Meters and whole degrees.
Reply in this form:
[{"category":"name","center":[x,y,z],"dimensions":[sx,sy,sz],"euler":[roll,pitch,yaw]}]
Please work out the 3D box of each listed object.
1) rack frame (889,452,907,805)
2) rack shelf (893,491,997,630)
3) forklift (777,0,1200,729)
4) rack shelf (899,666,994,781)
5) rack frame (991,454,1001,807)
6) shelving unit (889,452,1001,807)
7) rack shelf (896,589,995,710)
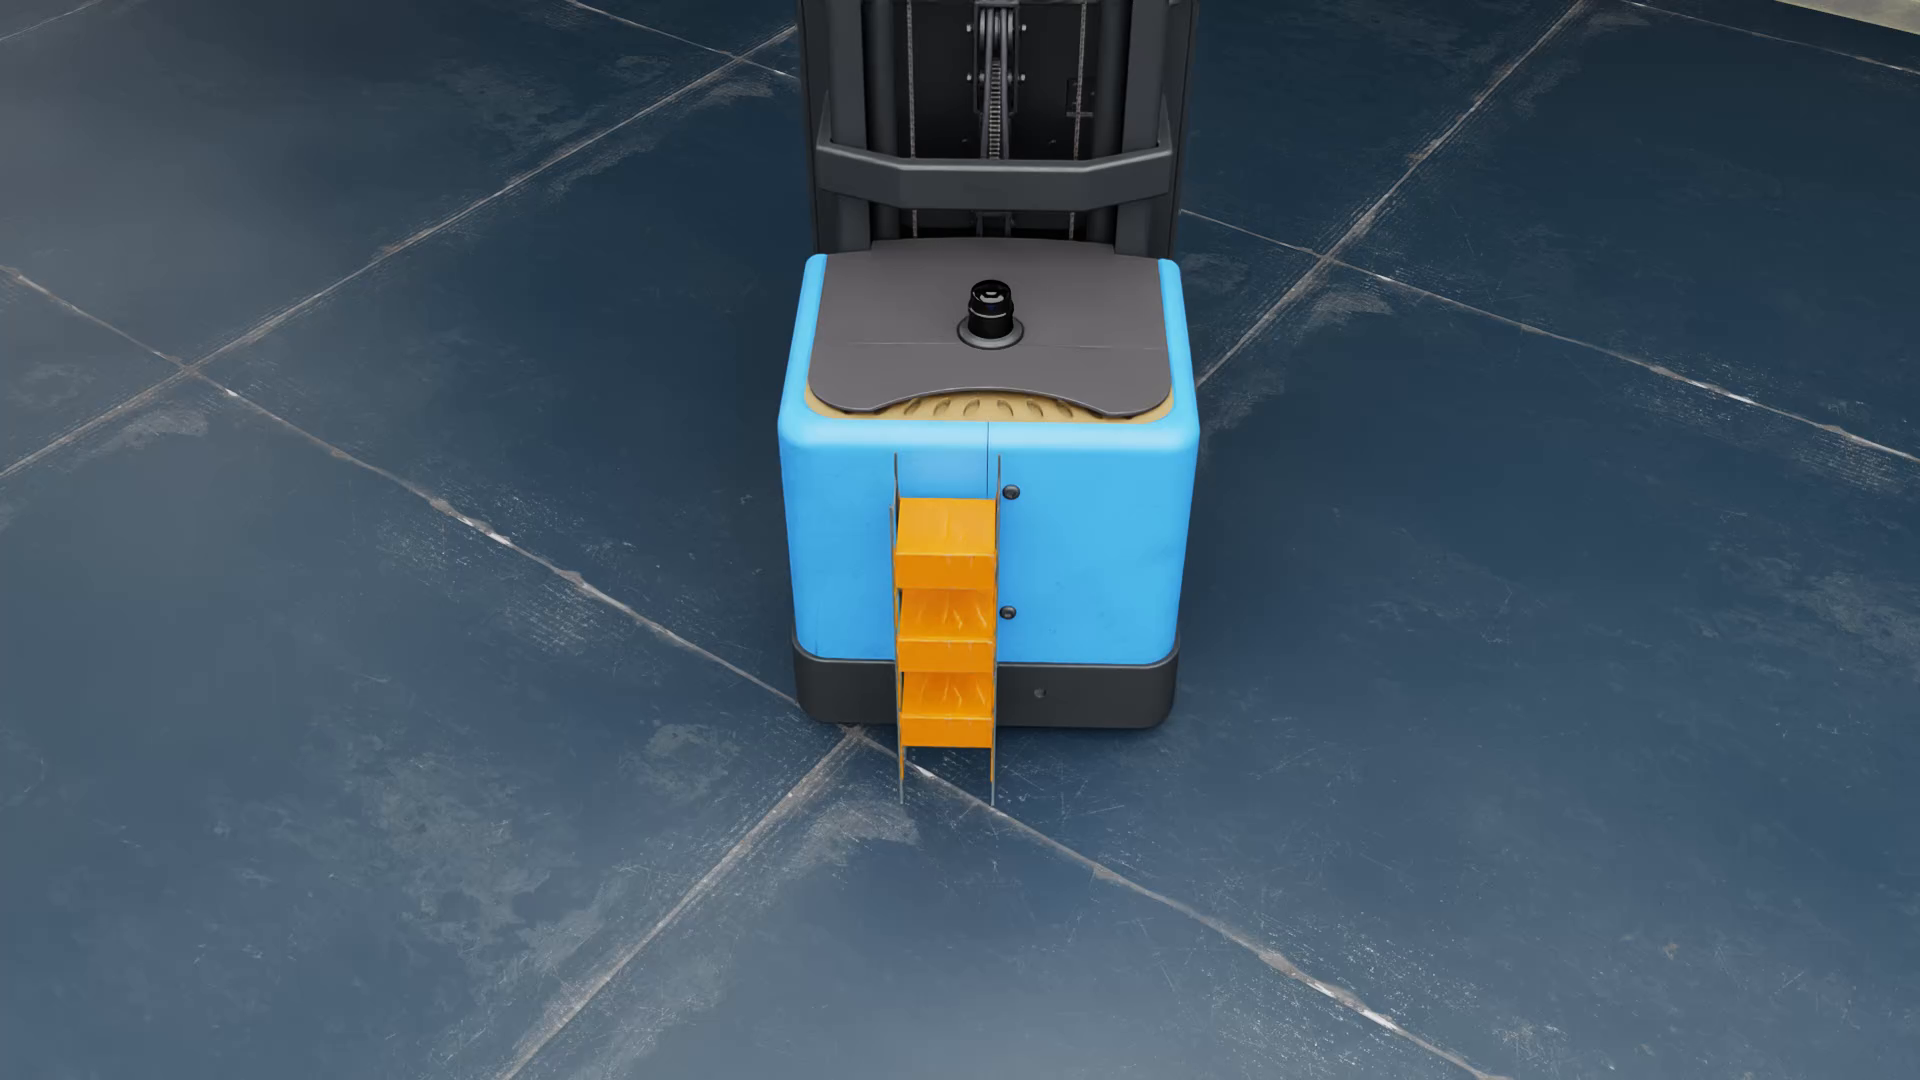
[{"category":"rack frame","center":[-0.154,0.251,4.182],"dimensions":[0.008,1.050,0.200],"euler":[1,42,1]},{"category":"rack shelf","center":[-0.032,0.050,3.997],"dimensions":[0.240,0.259,0.215],"euler":[1,42,1]},{"category":"forklift","center":[0.107,-1.538,4.771],"dimensions":[1.130,2.935,3.031],"euler":[1,42,1]},{"category":"rack shelf","center":[-0.032,0.468,4.372],"dimensions":[0.240,0.259,0.215],"euler":[1,42,1]},{"category":"rack frame","center":[0.090,0.256,4.177],"dimensions":[0.008,1.050,0.200],"euler":[1,42,1]},{"category":"shelving unit","center":[-0.032,0.253,4.179],"dimensions":[0.252,1.050,0.215],"euler":[1,42,1]},{"category":"rack shelf","center":[-0.032,0.261,4.186],"dimensions":[0.240,0.259,0.215],"euler":[1,42,1]}]
